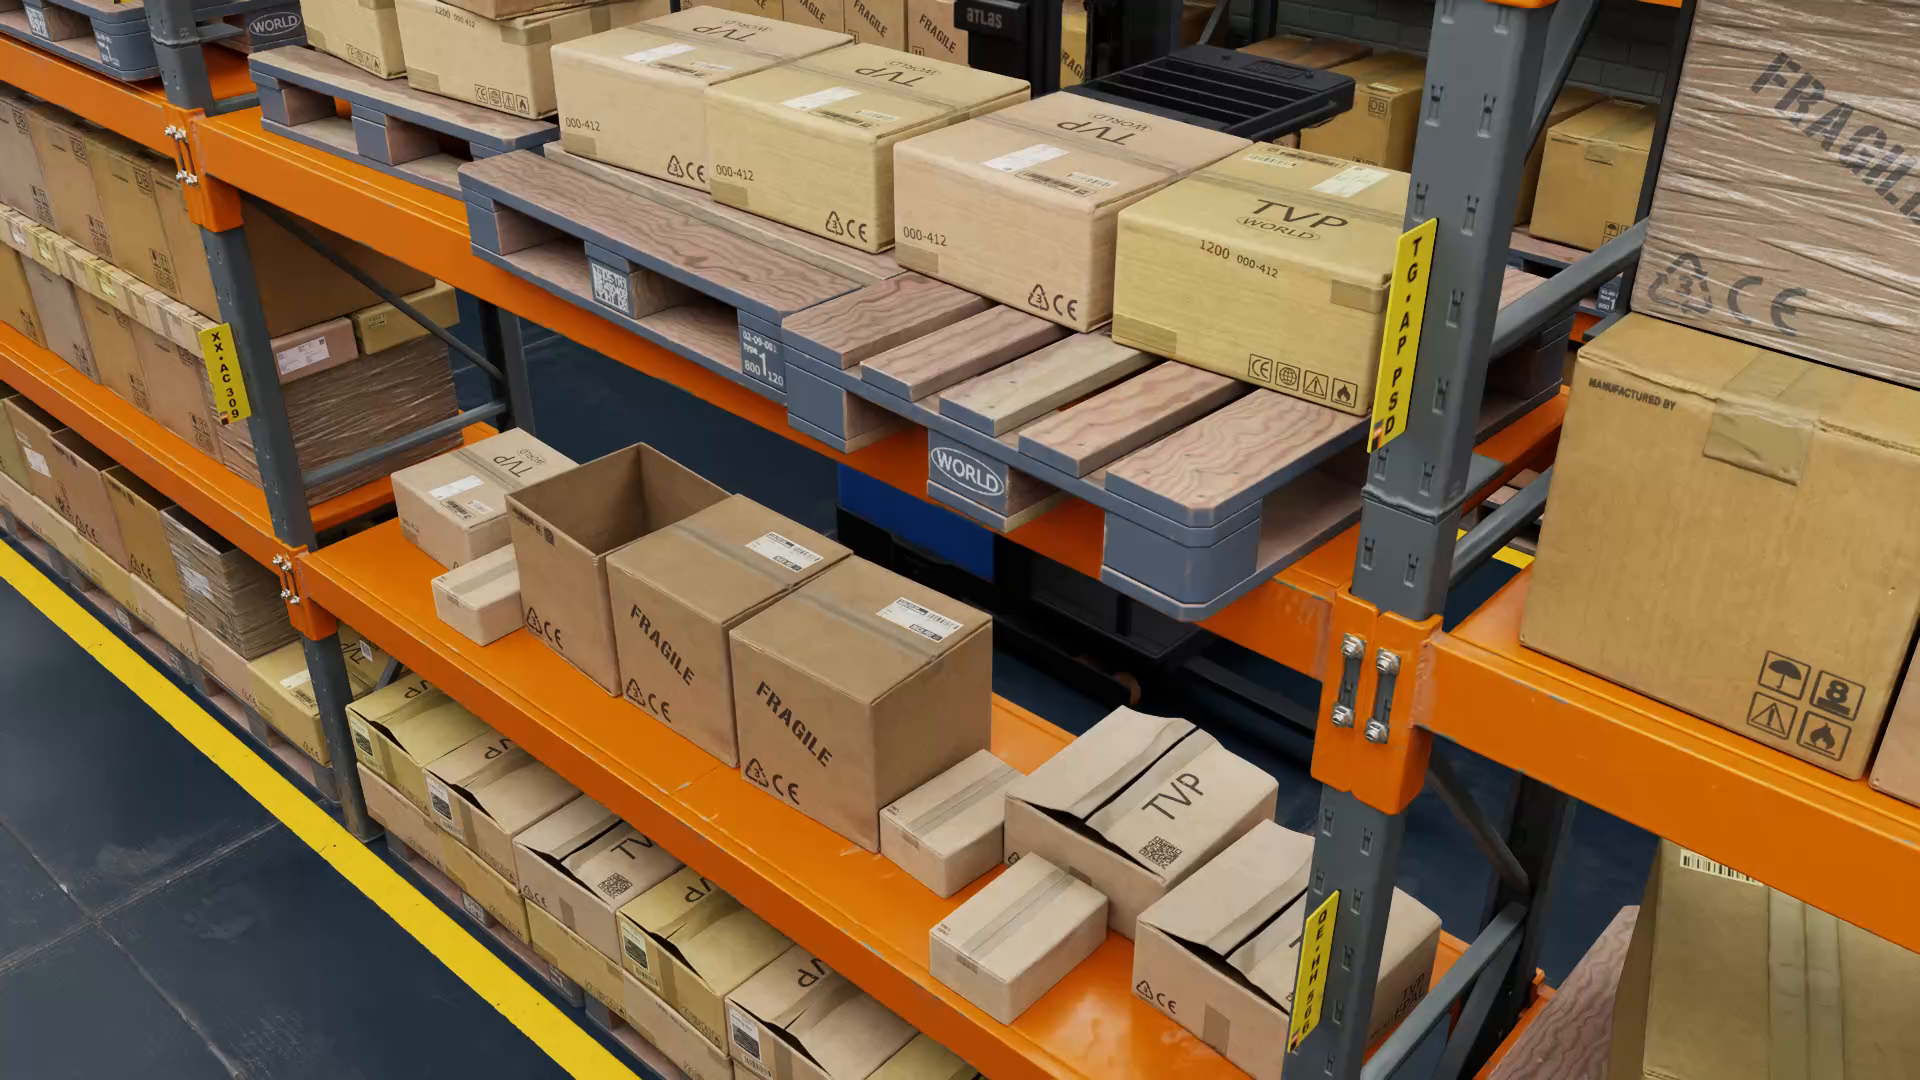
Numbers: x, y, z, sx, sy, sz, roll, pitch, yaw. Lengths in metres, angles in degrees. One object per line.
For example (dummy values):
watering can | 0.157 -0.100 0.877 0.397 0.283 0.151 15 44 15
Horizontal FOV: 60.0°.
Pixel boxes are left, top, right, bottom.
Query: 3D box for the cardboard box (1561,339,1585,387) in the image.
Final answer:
cardboard box | 2.982 -0.911 8.125 0.500 0.250 0.500 25 39 35

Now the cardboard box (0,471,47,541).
cardboard box | -4.315 -0.278 8.063 0.500 0.250 0.500 25 39 35

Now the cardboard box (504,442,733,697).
cardboard box | -1.022 0.077 5.117 0.500 0.500 0.500 -26 40 -36

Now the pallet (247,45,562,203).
pallet | -1.308 -1.237 4.674 1.217 0.209 0.805 23 38 33

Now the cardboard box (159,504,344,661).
cardboard box | -2.824 0.088 6.727 0.500 0.500 0.500 25 39 35

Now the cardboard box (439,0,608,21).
cardboard box | -1.102 -1.640 4.168 0.500 0.500 0.500 -25 39 -35

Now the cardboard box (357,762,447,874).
cardboard box | -1.838 0.898 6.109 0.500 0.250 0.500 24 38 34

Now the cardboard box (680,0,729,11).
cardboard box | -1.463 -3.600 10.720 0.500 0.500 0.500 25 39 35

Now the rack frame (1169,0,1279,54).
rack frame | 1.351 -2.230 9.046 0.127 3.000 1.000 25 39 35

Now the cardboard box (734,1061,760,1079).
cardboard box | -0.314 1.607 4.931 0.500 0.250 0.500 26 40 36

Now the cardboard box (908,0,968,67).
cardboard box | 0.053 -2.890 9.541 0.500 0.500 0.500 24 38 34

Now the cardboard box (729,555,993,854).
cardboard box | -0.260 0.433 4.526 0.500 0.500 0.500 23 38 33

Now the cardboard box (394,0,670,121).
cardboard box | -1.111 -1.329 4.380 0.500 0.250 0.500 21 37 31

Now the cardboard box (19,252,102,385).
cardboard box | -3.449 -1.060 7.006 0.500 0.500 0.700 26 40 36

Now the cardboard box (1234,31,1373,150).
cardboard box | 1.705 -2.272 8.592 0.500 0.500 0.700 25 39 35

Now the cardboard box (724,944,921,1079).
cardboard box | -0.321 1.368 4.785 0.500 0.311 0.500 25 39 35

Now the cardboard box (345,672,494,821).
cardboard box | -1.831 0.662 5.958 0.500 0.311 0.500 25 39 35

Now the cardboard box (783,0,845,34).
cardboard box | -0.724 -3.244 10.129 0.500 0.500 0.500 24 38 34

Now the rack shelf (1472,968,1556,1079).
rack shelf | 2.478 2.050 2.633 4.000 0.370 1.077 25 39 35

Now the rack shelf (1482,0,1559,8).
rack shelf | 2.478 -0.349 1.189 4.000 0.370 1.077 25 39 35

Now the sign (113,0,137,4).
sign | -2.342 -1.662 4.616 0.005 0.325 0.100 25 39 35

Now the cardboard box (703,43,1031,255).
cardboard box | -0.196 -0.863 3.605 0.500 0.250 0.500 24 39 34

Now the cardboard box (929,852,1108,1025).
cardboard box | 0.143 0.952 4.004 0.250 0.149 0.380 25 39 35

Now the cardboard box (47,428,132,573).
cardboard box | -3.578 -0.251 7.291 0.500 0.500 0.500 25 39 35

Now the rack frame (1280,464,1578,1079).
rack frame | 0.995 1.050 3.598 0.127 3.000 1.000 25 39 35

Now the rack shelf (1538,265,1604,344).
rack shelf | 2.834 -1.230 8.082 4.000 0.370 1.077 25 39 35

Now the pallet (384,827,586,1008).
pallet | -1.398 1.100 6.218 1.213 0.211 1.003 25 39 35

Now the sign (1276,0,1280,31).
sign | 1.720 -2.940 9.102 0.005 0.325 0.100 25 39 35

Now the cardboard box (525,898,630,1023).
cardboard box | -1.074 1.254 5.518 0.500 0.250 0.500 24 38 34

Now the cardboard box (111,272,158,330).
cardboard box | -2.889 -0.934 6.167 0.250 0.149 0.380 25 39 35

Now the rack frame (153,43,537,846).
rack frame | -1.971 -0.334 5.897 0.127 3.000 1.000 25 39 35

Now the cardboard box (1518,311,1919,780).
cardboard box | 1.341 -0.140 2.569 0.500 0.500 0.910 25 39 35

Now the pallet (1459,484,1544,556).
pallet | 2.838 -0.344 8.617 1.213 0.211 1.003 25 39 35

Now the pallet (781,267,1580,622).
pallet | 0.432 -0.355 3.206 1.003 0.211 1.213 27 40 37

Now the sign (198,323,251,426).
sign | -2.342 -0.526 5.300 0.005 0.325 0.100 25 39 35

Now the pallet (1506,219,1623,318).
pallet | 2.821 -1.433 7.908 1.213 0.211 1.003 25 39 35

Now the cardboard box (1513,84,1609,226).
cardboard box | 2.624 -1.860 7.908 0.700 0.500 0.500 -23 38 -33

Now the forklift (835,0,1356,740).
forklift | 0.822 -0.837 6.798 3.031 2.935 1.130 26 40 36

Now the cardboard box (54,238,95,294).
cardboard box | -3.256 -1.107 6.455 0.250 0.149 0.380 26 40 36

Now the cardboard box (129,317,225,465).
cardboard box | -2.699 -0.708 6.422 0.500 0.500 0.700 25 39 35

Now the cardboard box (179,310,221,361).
cardboard box | -2.498 -0.754 5.868 0.250 0.149 0.380 24 39 34

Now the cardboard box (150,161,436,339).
cardboard box | -2.304 -1.084 5.788 0.500 0.500 0.700 25 39 35

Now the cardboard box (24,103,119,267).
cardboard box | -3.050 -1.432 6.366 0.500 0.500 0.700 25 39 35

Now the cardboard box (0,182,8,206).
cardboard box | -3.792 -1.779 6.941 0.500 0.500 0.700 25 39 35

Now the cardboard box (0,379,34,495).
cardboard box | -4.316 -0.599 7.868 0.500 0.500 0.500 25 39 35

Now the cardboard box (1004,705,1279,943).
cardboard box | 0.462 0.705 4.258 0.500 0.311 0.500 25 39 35

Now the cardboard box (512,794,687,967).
cardboard box | -1.079 1.016 5.370 0.500 0.311 0.500 24 38 34

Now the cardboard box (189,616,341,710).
cardboard box | -2.825 0.410 6.920 0.500 0.250 0.500 25 39 35

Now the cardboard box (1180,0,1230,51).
cardboard box | 1.142 -2.738 9.289 0.500 0.500 0.500 24 38 34

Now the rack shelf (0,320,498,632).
rack shelf | -3.454 -0.718 7.233 4.000 0.370 1.077 25 39 35

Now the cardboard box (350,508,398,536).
cardboard box | -2.104 0.062 6.770 0.500 0.500 0.500 25 39 35

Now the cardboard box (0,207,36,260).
cardboard box | -3.651 -1.289 6.757 0.250 0.149 0.380 25 39 36

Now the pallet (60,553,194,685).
pallet | -3.441 0.147 7.801 1.213 0.211 1.003 25 39 35

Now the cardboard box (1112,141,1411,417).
cardboard box | 0.621 -0.486 2.979 0.500 0.250 0.500 22 37 32

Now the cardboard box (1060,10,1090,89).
cardboard box | 0.793 -2.541 8.961 0.500 0.500 0.500 25 39 35

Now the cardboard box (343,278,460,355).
cardboard box | -2.040 -0.822 5.982 0.250 0.149 0.380 25 39 35

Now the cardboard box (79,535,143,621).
cardboard box | -3.577 0.070 7.485 0.500 0.250 0.500 25 39 35
